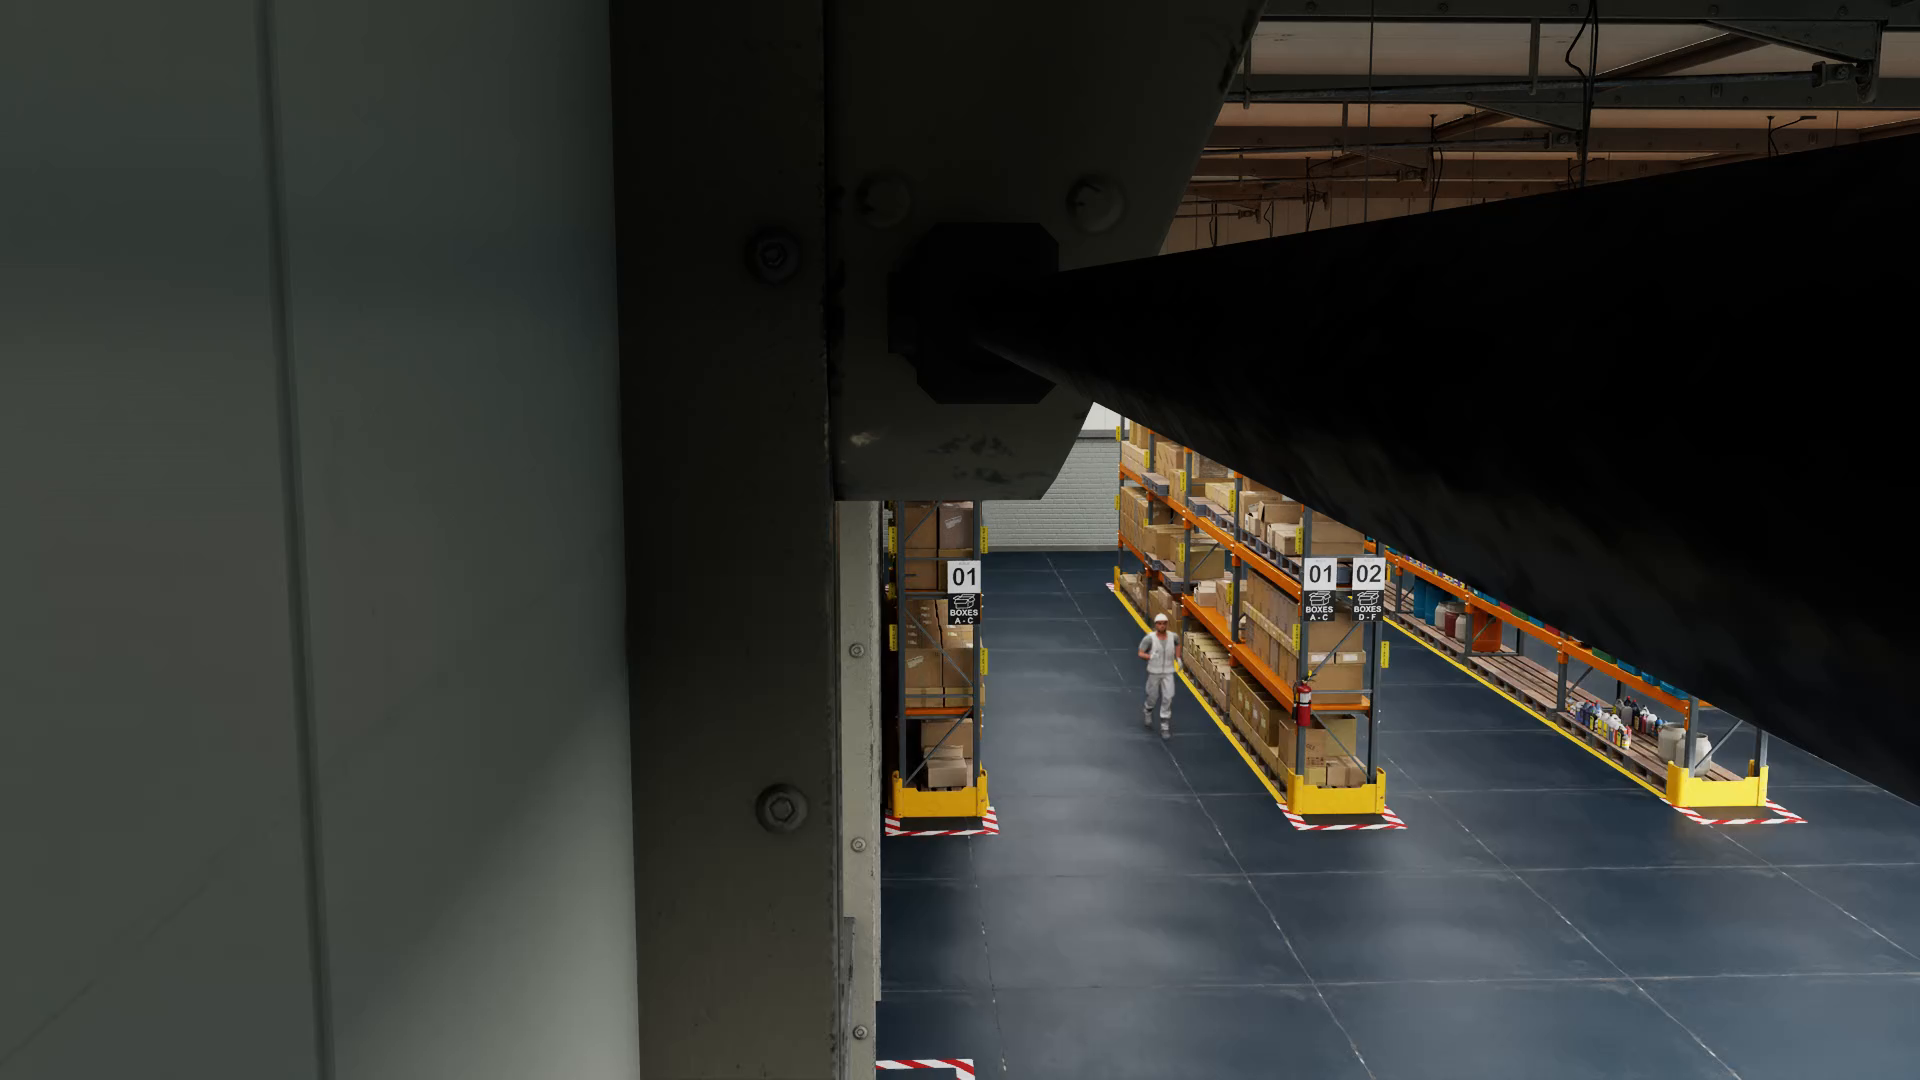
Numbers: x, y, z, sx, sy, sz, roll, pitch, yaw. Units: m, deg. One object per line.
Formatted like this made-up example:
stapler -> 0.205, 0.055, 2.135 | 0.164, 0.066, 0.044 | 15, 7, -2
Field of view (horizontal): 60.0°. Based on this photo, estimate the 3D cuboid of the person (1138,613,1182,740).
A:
person -> 2.918, 1.940, 24.226 | 0.677, 1.769, 1.003 | -1, 8, -5
